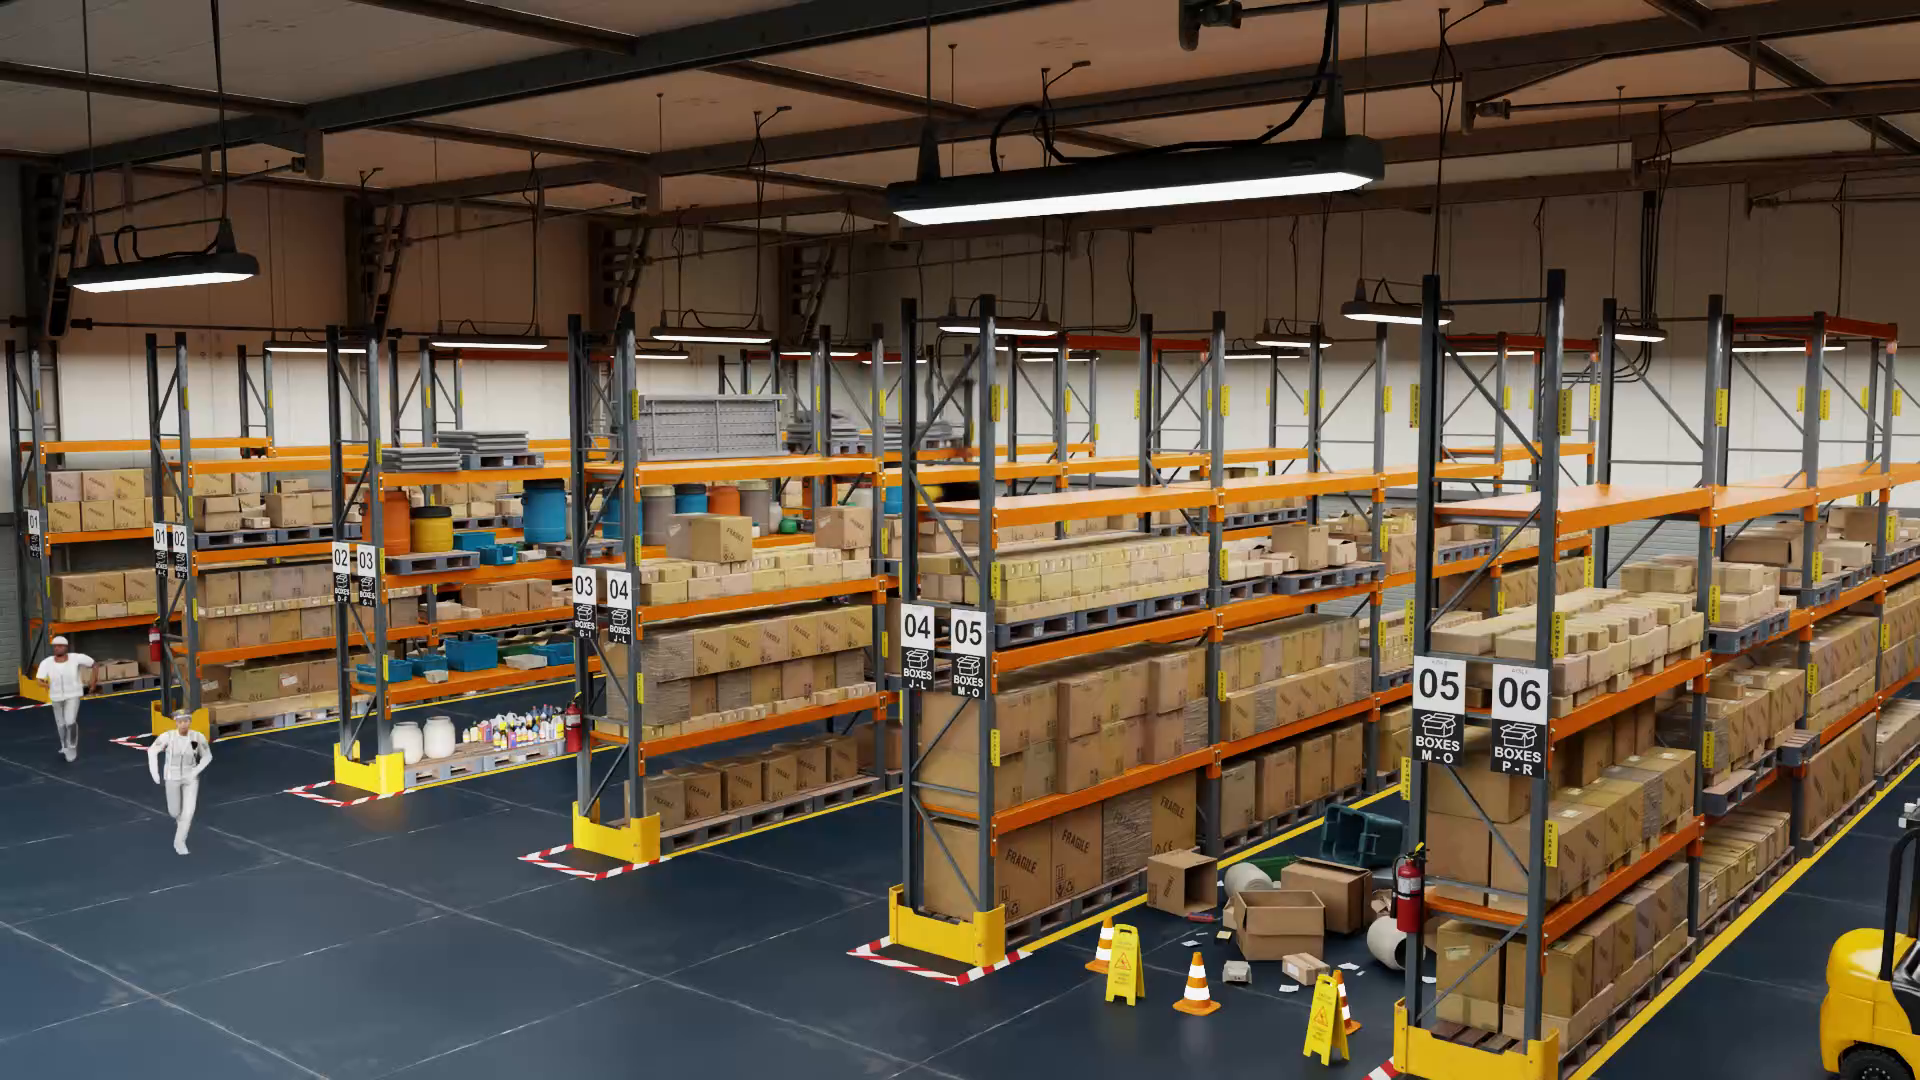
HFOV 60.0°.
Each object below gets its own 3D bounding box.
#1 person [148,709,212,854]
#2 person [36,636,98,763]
[{"bbox_3d":[-8.756,2.681,18.698,0.651,1.640,0.653,-3,6,-26],"label":"person"},{"bbox_3d":[-12.432,2.205,23.156,0.715,1.764,0.863,-1,5,-12],"label":"person"}]
